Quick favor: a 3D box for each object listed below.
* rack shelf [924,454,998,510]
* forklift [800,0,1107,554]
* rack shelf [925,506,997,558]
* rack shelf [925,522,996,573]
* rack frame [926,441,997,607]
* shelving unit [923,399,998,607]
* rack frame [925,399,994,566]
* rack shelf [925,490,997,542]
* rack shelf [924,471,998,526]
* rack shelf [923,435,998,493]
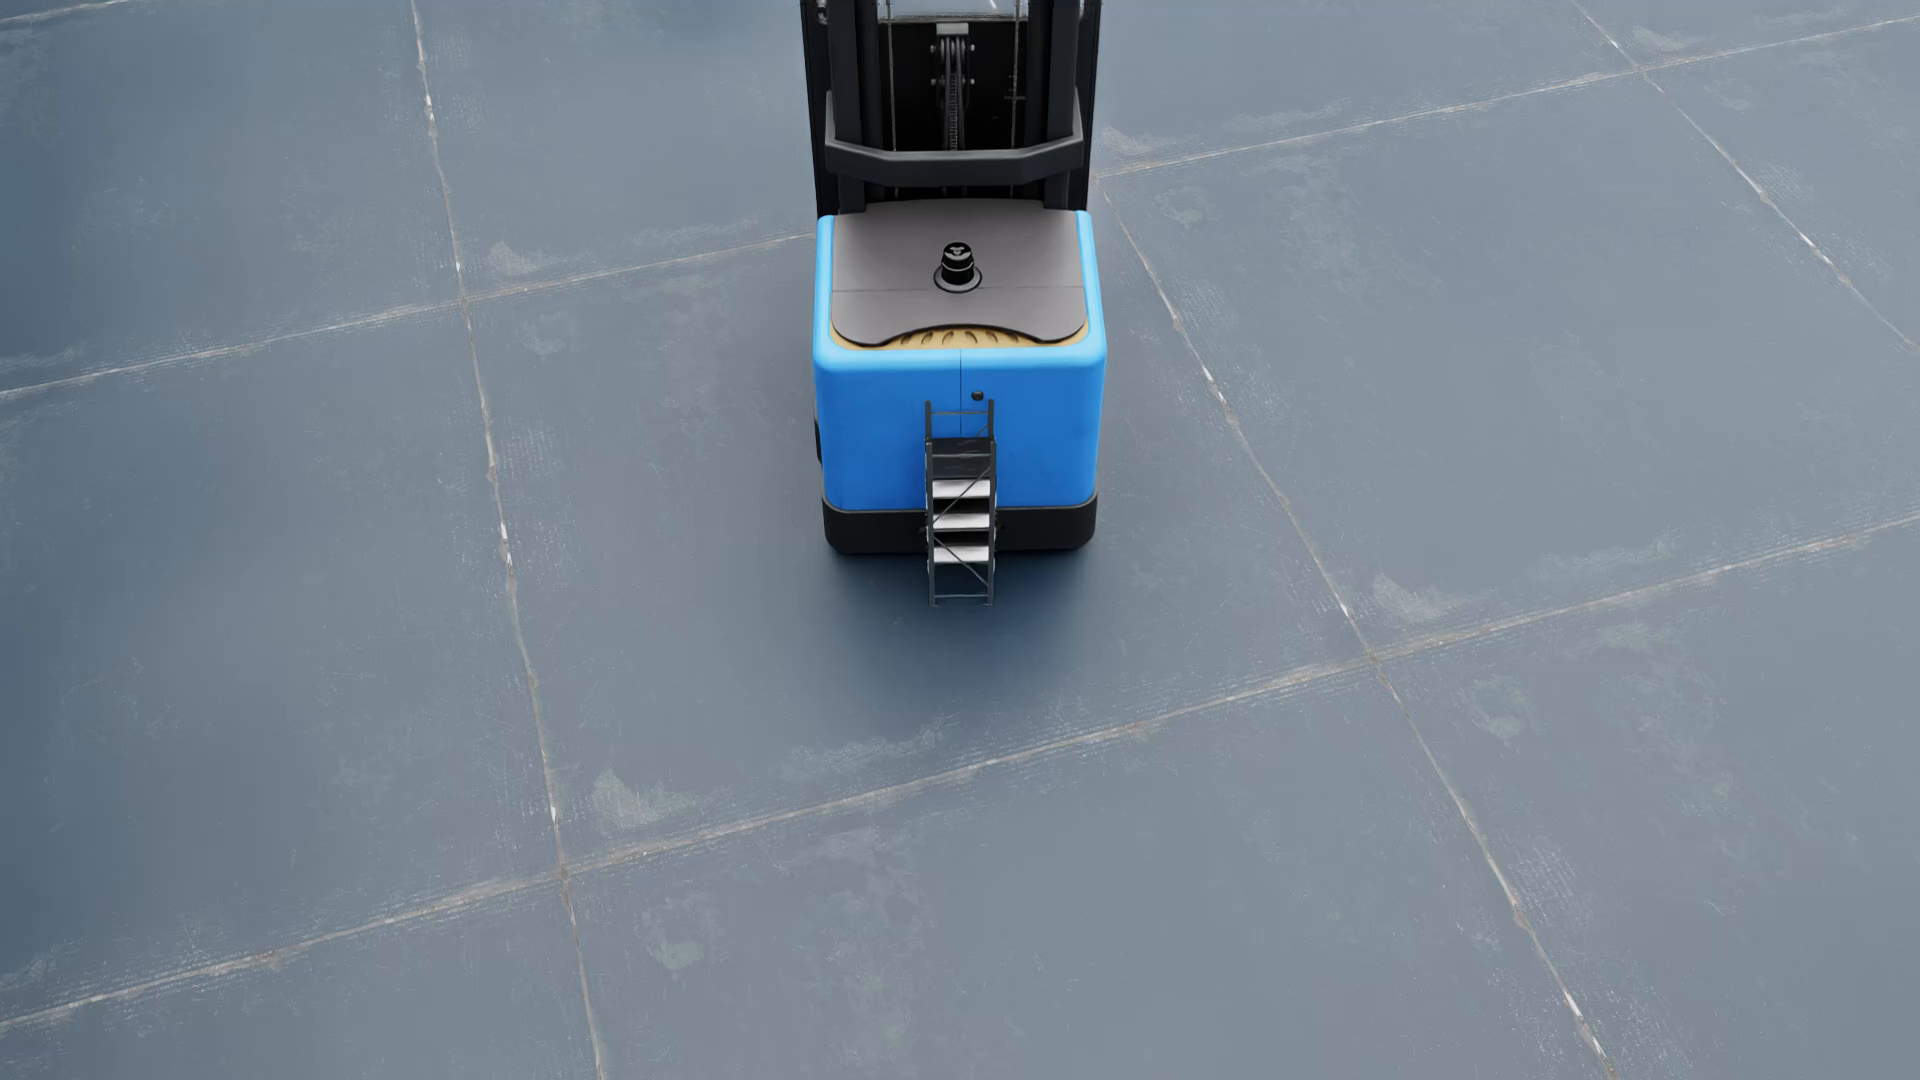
[{"bbox_3d":[0.002,-0.212,5.938,0.258,0.077,0.200,-1,50,-1],"label":"rack shelf"},{"bbox_3d":[-0.041,-2.012,6.319,1.130,2.935,3.031,-1,50,-1],"label":"forklift"},{"bbox_3d":[0.002,-0.038,6.144,0.258,0.077,0.200,-1,50,-1],"label":"rack shelf"},{"bbox_3d":[0.002,0.020,6.213,0.258,0.077,0.200,-1,50,-1],"label":"rack shelf"},{"bbox_3d":[0.005,-0.040,5.984,0.240,0.900,0.006,-1,50,-1],"label":"rack frame"},{"bbox_3d":[0.002,-0.117,6.050,0.258,0.900,0.210,-1,50,-1],"label":"shelving unit"},{"bbox_3d":[-0.001,-0.195,6.115,0.240,0.900,0.006,-1,50,-1],"label":"rack frame"},{"bbox_3d":[0.002,-0.096,6.075,0.258,0.077,0.200,-1,50,-1],"label":"rack shelf"},{"bbox_3d":[0.002,-0.154,6.007,0.258,0.077,0.200,-1,50,-1],"label":"rack shelf"},{"bbox_3d":[0.002,-0.270,5.869,0.258,0.077,0.200,-1,50,-1],"label":"rack shelf"}]
